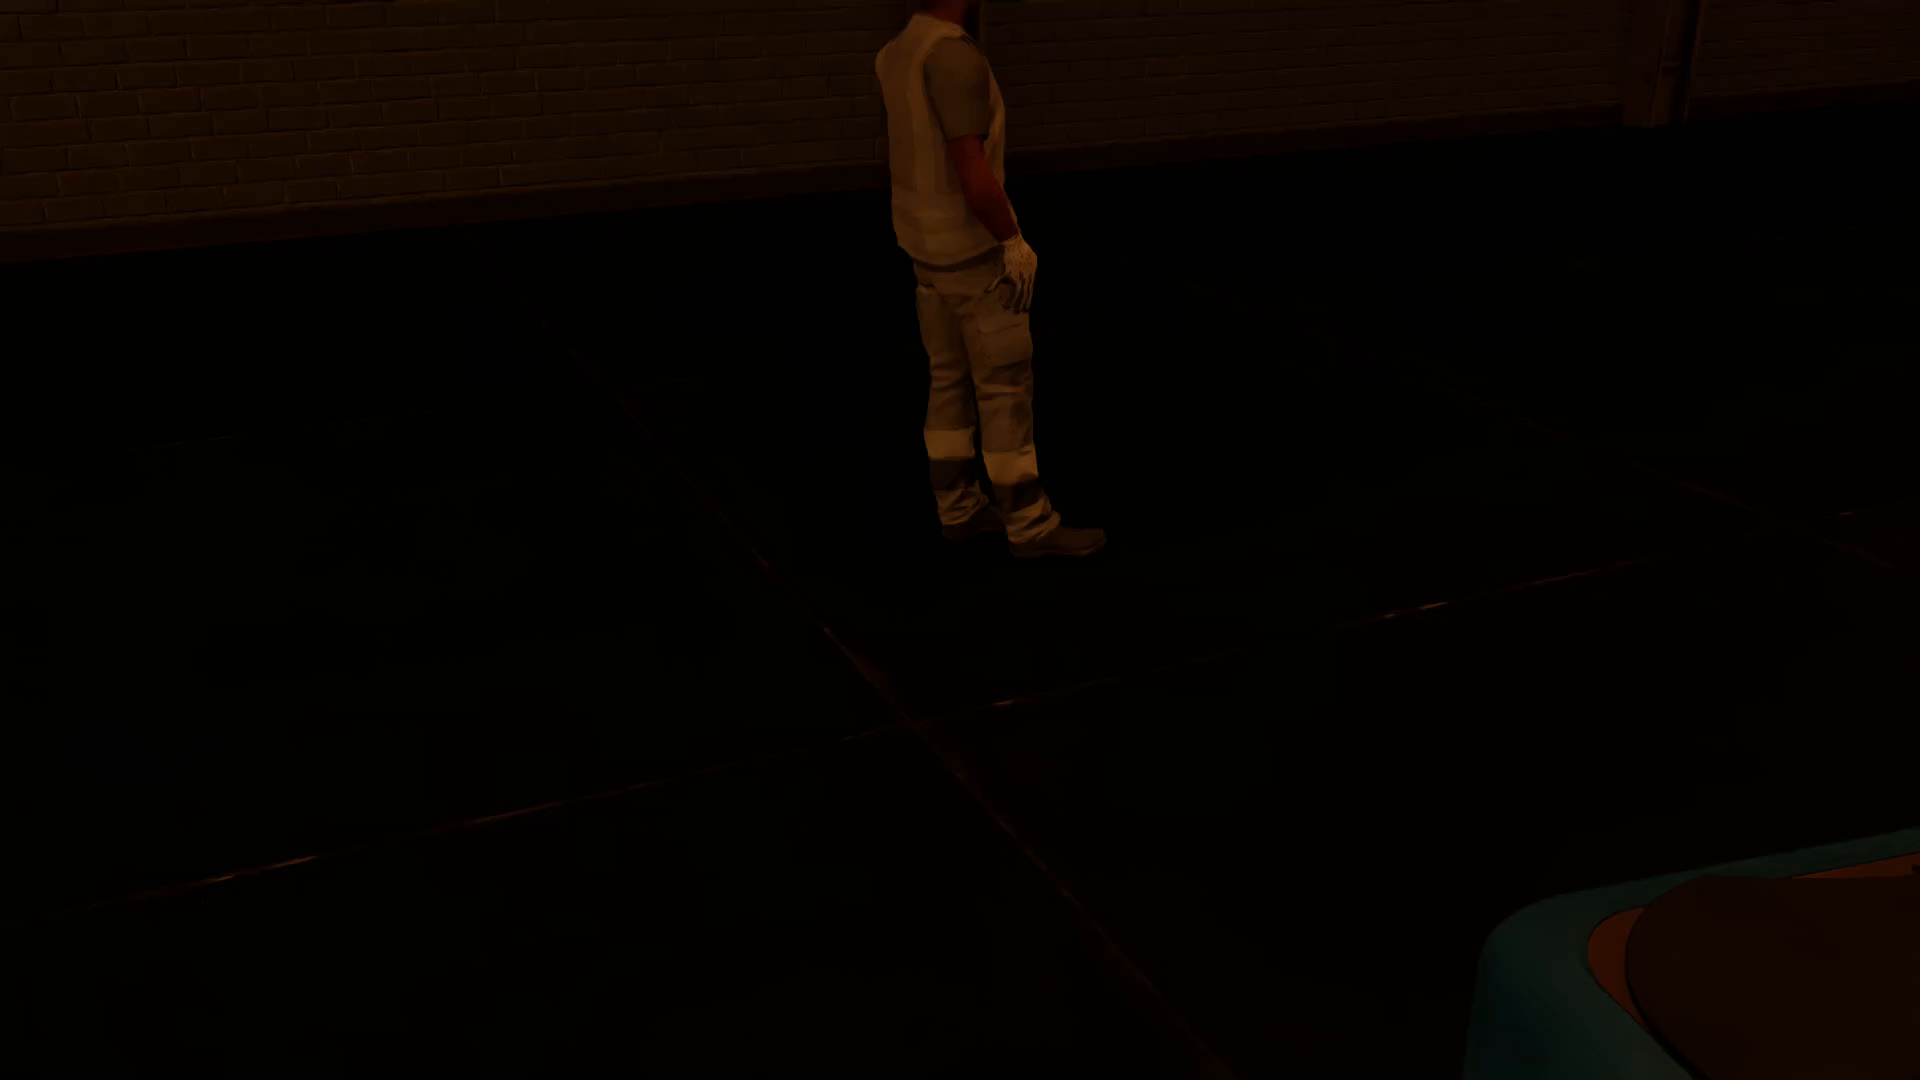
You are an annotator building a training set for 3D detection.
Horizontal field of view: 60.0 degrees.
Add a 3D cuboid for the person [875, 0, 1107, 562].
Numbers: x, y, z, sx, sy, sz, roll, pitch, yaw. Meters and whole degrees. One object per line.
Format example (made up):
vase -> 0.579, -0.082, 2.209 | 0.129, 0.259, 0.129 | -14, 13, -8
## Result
person -> 0.077, -0.842, 4.783 | 0.563, 1.787, 0.637 | -10, 25, -23
